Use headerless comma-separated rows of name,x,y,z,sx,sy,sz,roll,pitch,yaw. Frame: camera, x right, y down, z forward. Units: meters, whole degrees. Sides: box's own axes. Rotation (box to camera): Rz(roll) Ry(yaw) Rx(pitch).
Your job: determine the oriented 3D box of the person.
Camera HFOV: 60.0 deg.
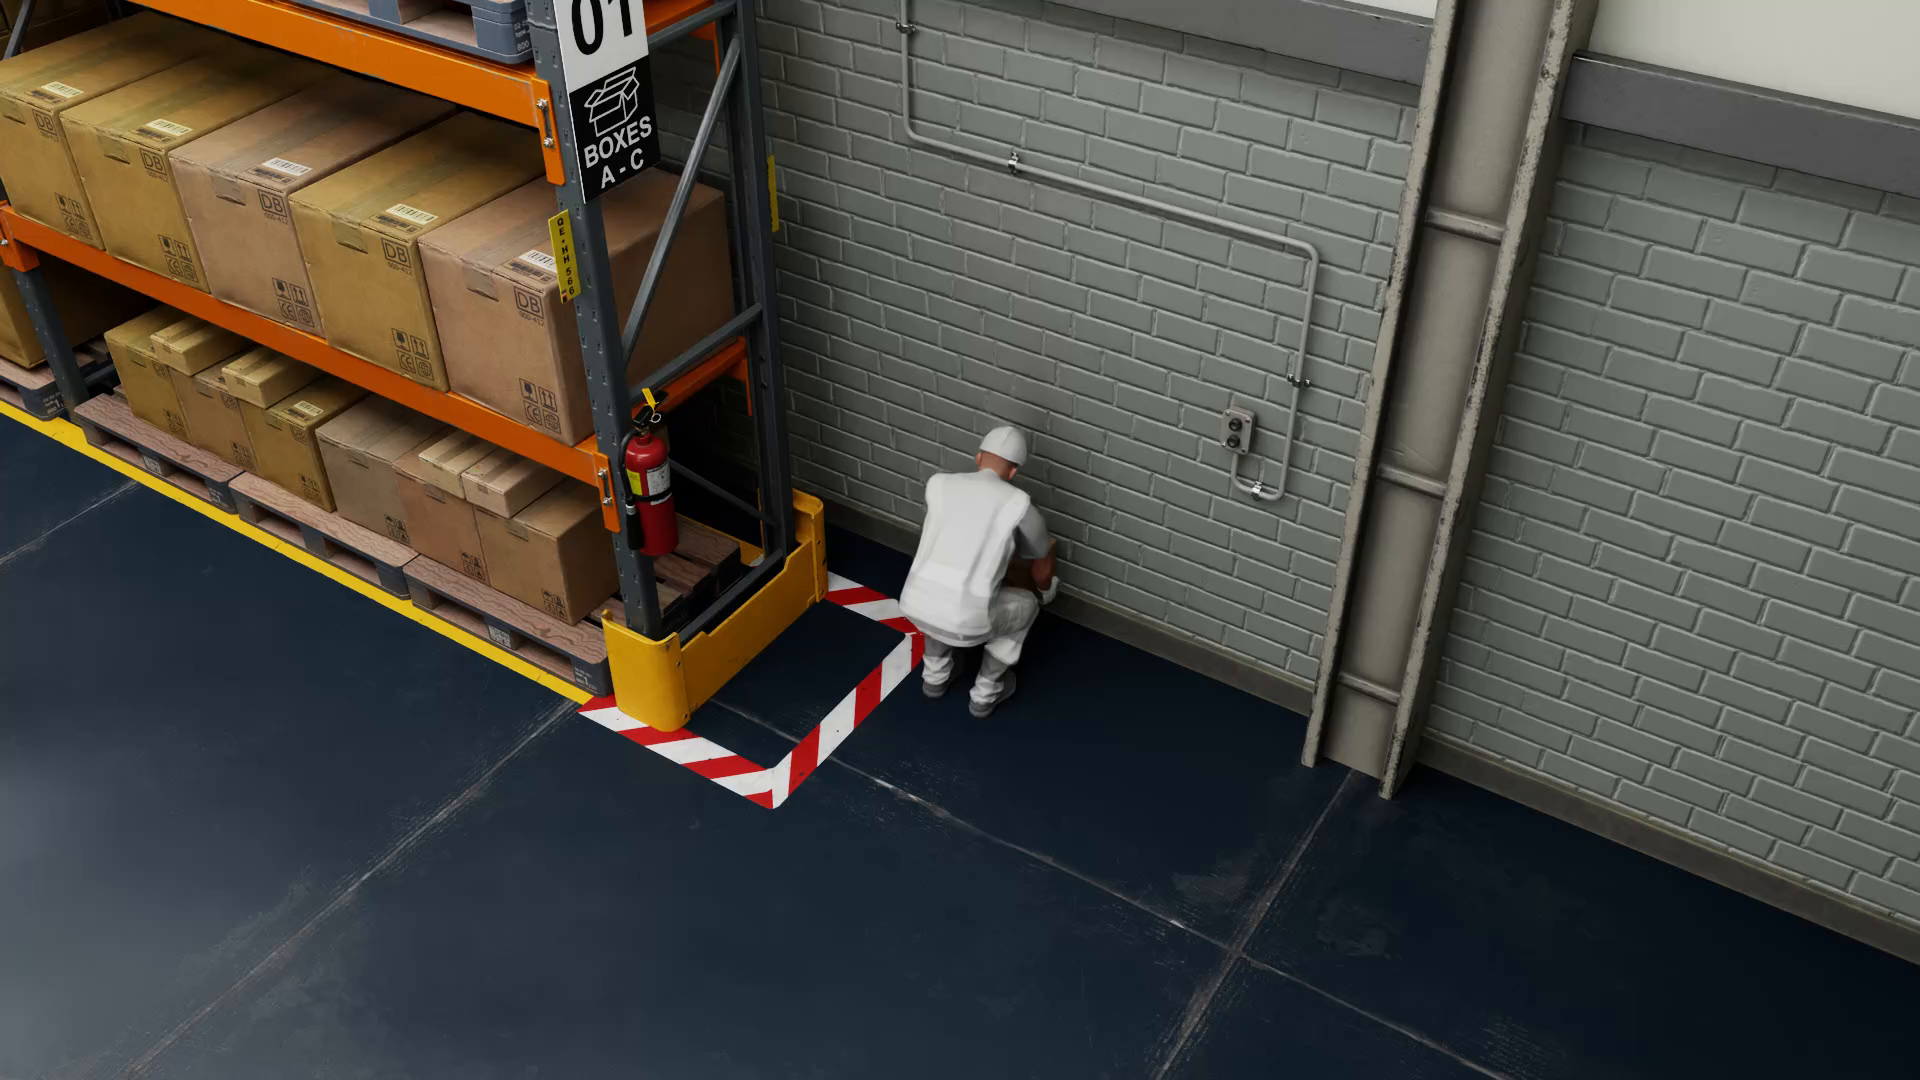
person,0.049,0.148,7.021,0.582,1.114,0.856,20,42,23
